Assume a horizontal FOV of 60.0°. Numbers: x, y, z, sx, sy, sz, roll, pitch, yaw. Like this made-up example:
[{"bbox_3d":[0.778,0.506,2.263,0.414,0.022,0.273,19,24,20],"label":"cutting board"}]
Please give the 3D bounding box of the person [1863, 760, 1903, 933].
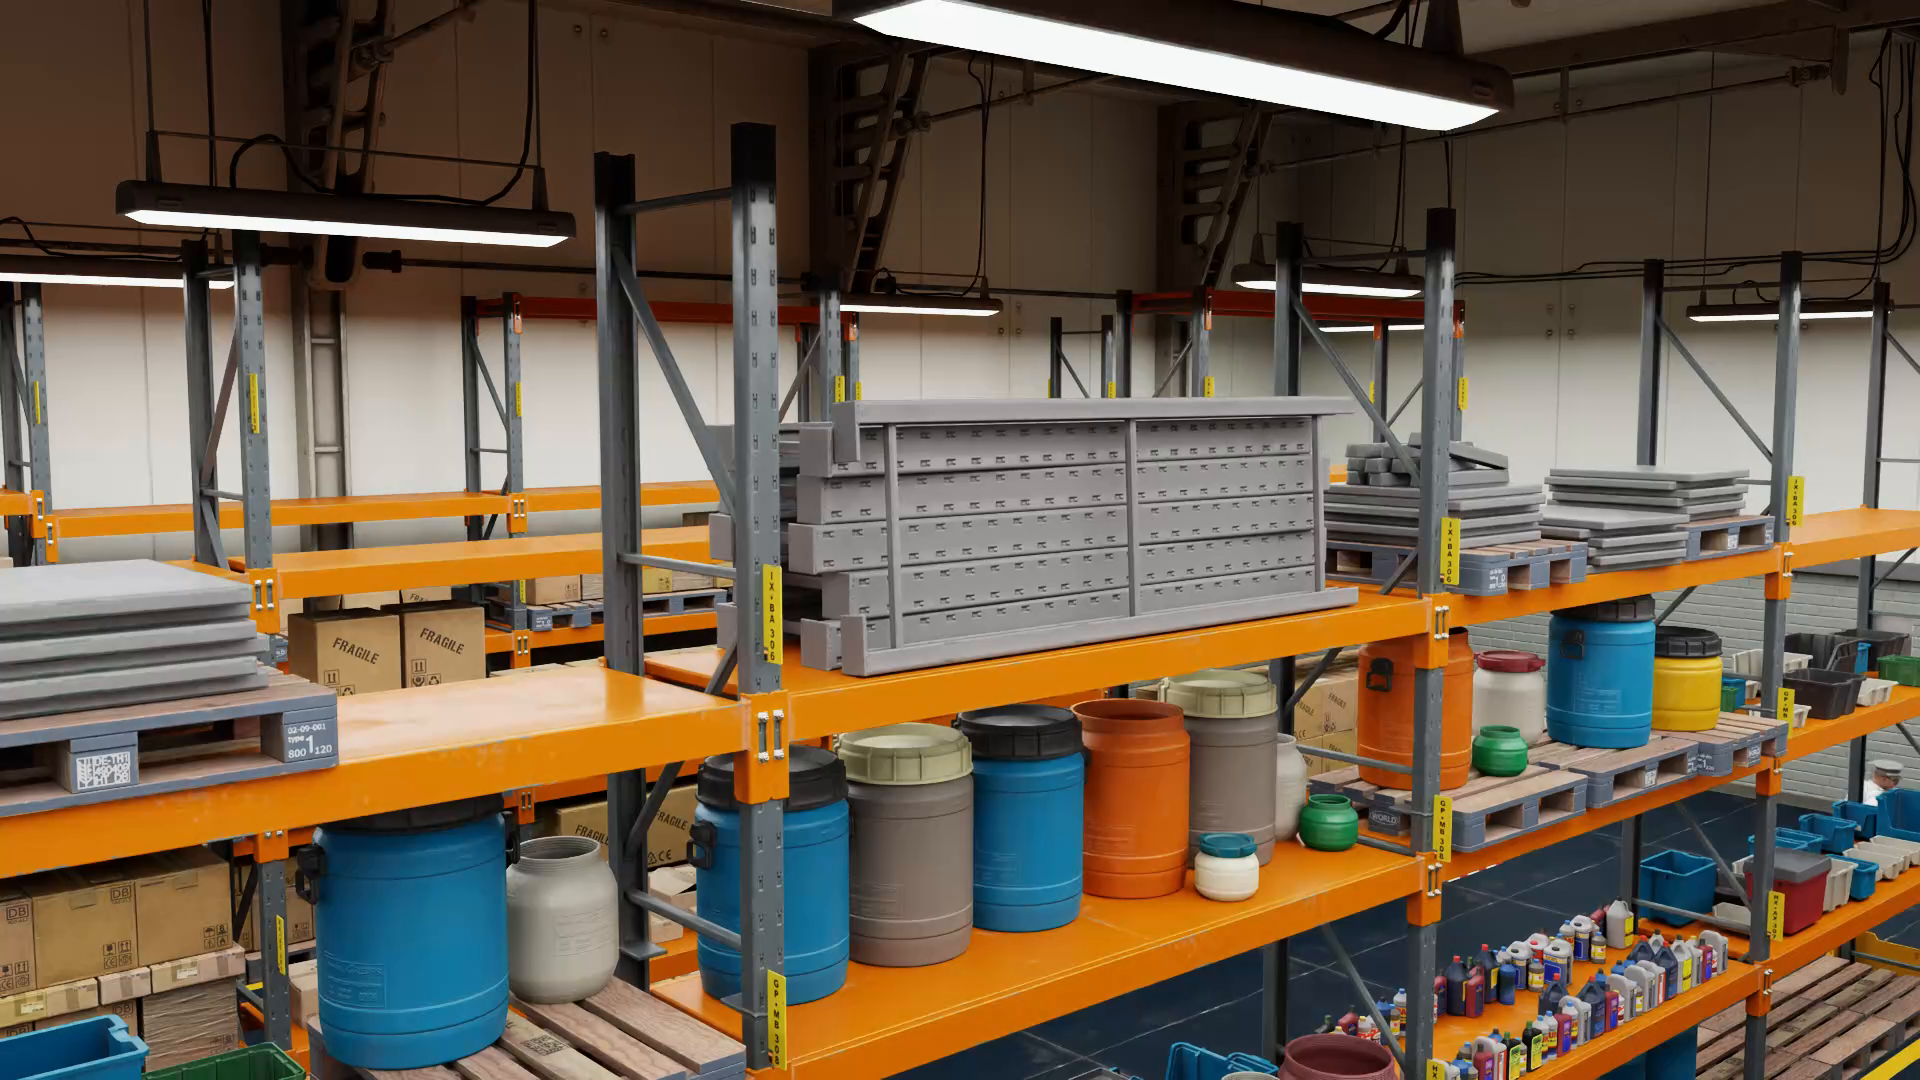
[{"bbox_3d":[8.280,2.870,15.348,0.658,1.753,0.653,3,6,27],"label":"person"}]
